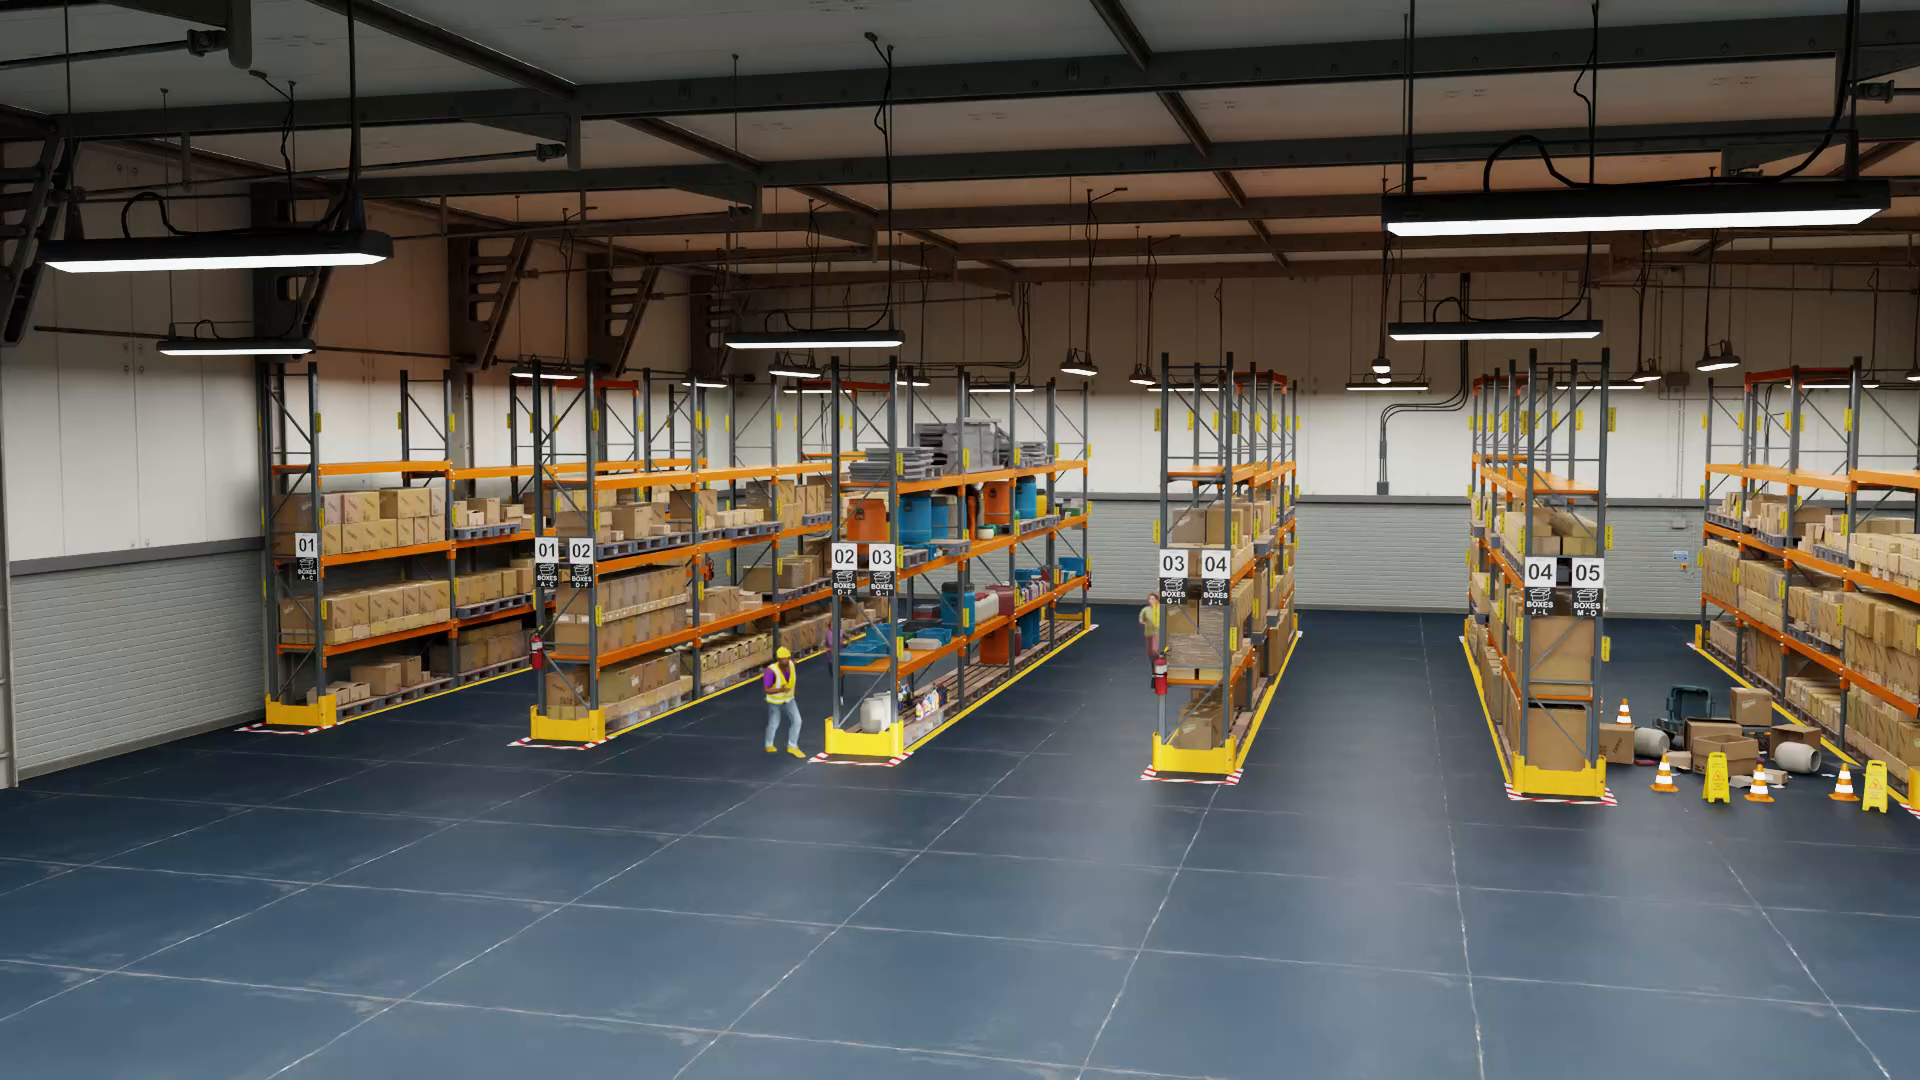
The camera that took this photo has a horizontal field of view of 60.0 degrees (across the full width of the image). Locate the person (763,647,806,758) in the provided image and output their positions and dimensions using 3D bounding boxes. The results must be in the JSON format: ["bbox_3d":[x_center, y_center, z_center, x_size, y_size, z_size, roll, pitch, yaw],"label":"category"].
[{"bbox_3d":[-2.675,2.410,24.753,0.655,1.689,0.989,-2,5,-31],"label":"person"}]

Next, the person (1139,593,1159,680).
[{"bbox_3d":[3.778,1.887,32.473,0.552,1.713,0.802,2,4,21],"label":"person"}]

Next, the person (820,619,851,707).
[{"bbox_3d":[-2.198,2.197,29.610,0.535,1.461,0.903,0,4,5],"label":"person"}]
